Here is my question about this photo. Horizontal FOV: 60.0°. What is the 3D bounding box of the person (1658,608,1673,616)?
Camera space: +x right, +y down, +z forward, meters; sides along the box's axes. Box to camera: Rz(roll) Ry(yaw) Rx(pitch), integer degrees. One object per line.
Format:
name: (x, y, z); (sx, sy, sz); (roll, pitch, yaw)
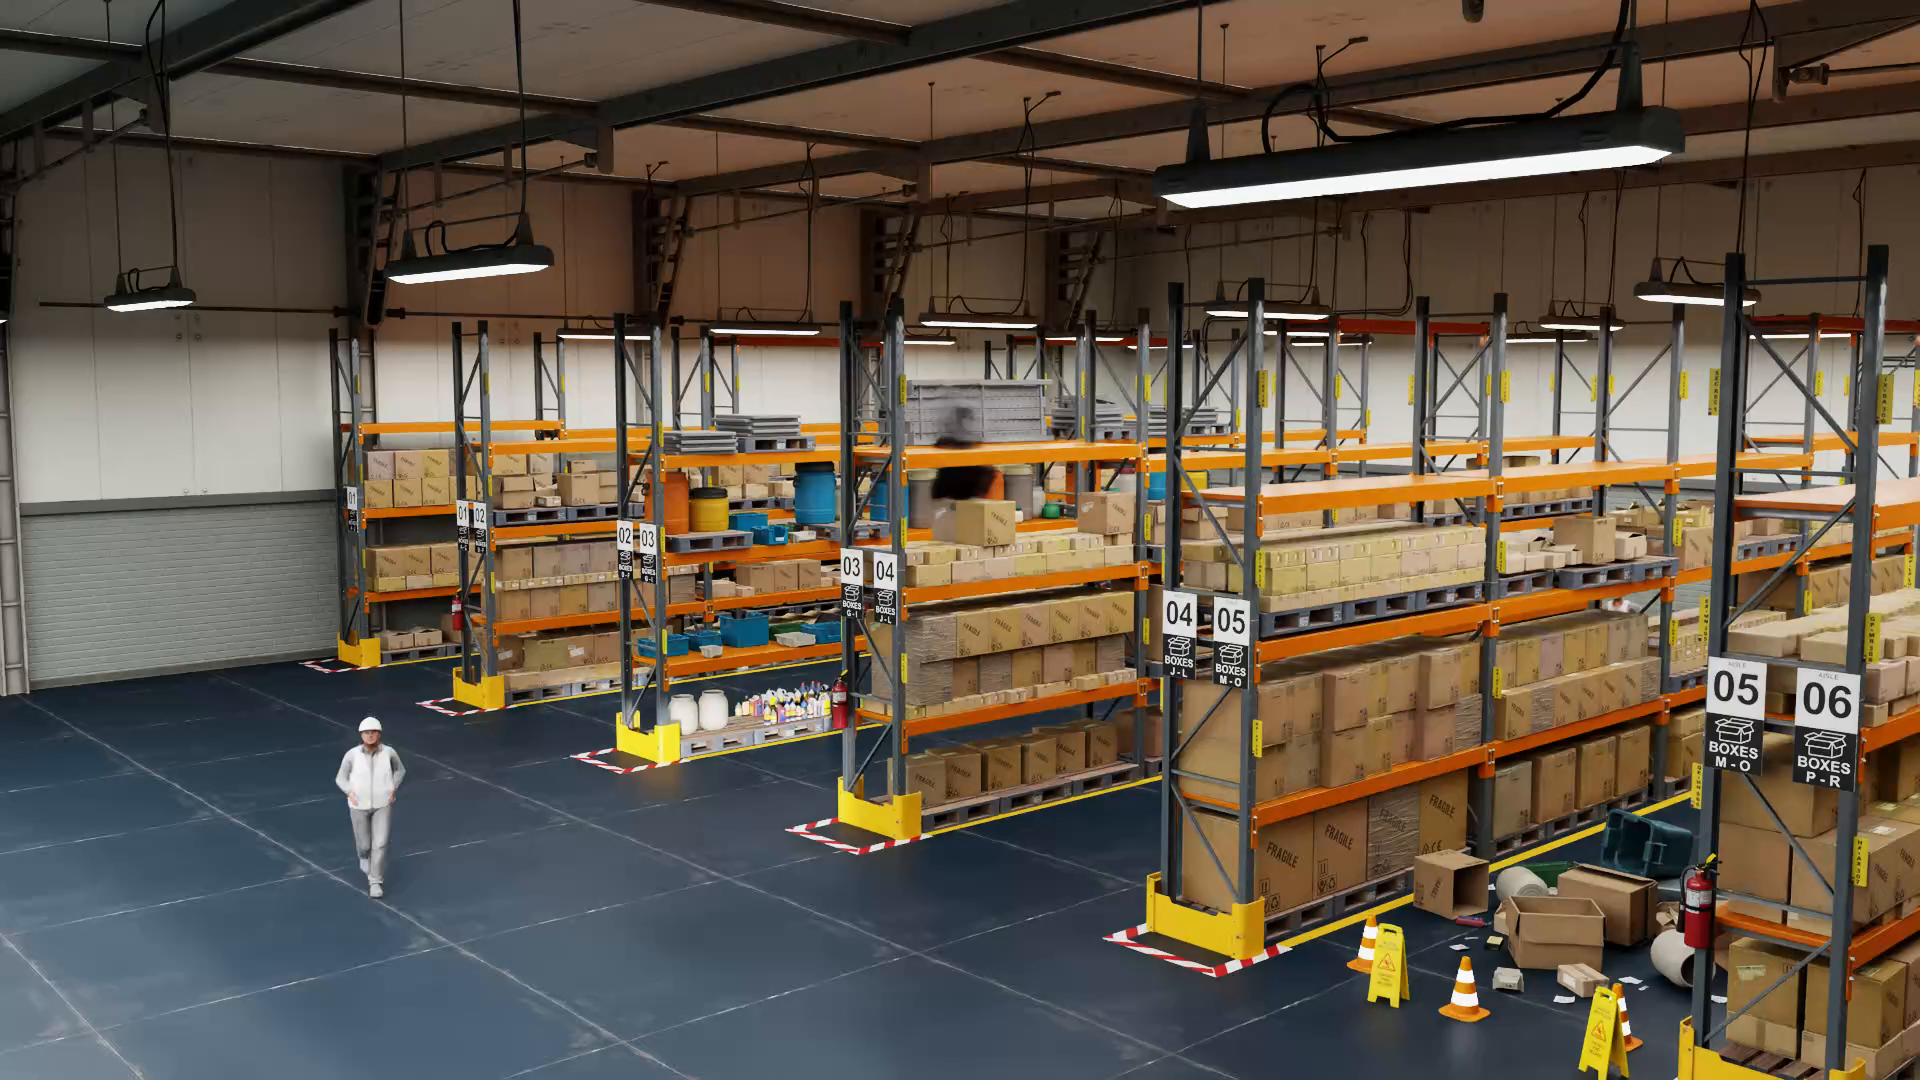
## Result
person: (10.606, 1.863, 24.918); (0.850, 1.721, 0.597); (-4, 7, -36)

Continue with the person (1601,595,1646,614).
person: (10.705, 1.607, 27.058); (0.689, 1.794, 0.669); (-5, 8, -42)

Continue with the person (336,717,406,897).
person: (-5.896, 2.642, 16.680); (0.670, 1.744, 0.820); (-2, 6, -22)
